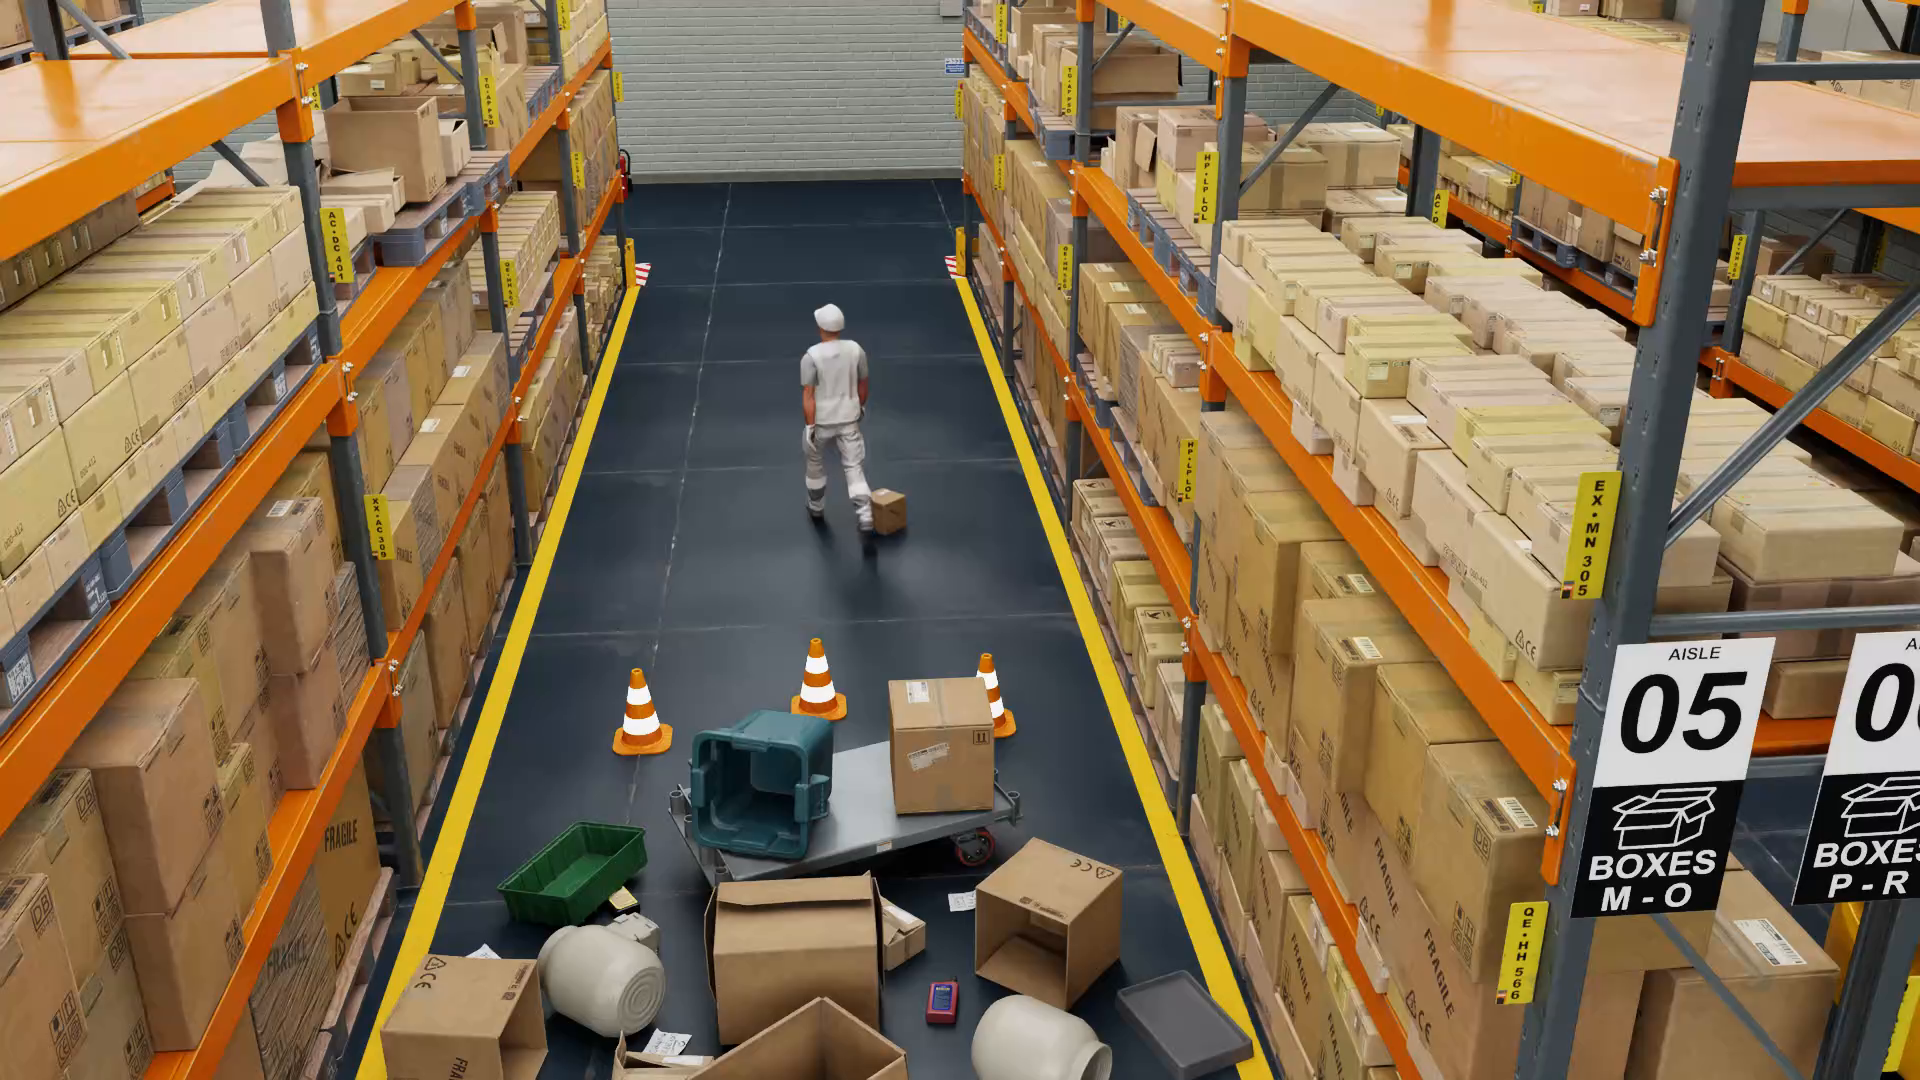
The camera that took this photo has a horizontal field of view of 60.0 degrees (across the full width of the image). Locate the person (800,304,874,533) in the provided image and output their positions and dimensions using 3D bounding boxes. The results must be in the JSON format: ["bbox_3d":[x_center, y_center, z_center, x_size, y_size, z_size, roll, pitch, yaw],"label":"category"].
[{"bbox_3d":[-0.925,-0.905,12.385,0.554,1.745,1.036,-8,25,-18],"label":"person"}]
